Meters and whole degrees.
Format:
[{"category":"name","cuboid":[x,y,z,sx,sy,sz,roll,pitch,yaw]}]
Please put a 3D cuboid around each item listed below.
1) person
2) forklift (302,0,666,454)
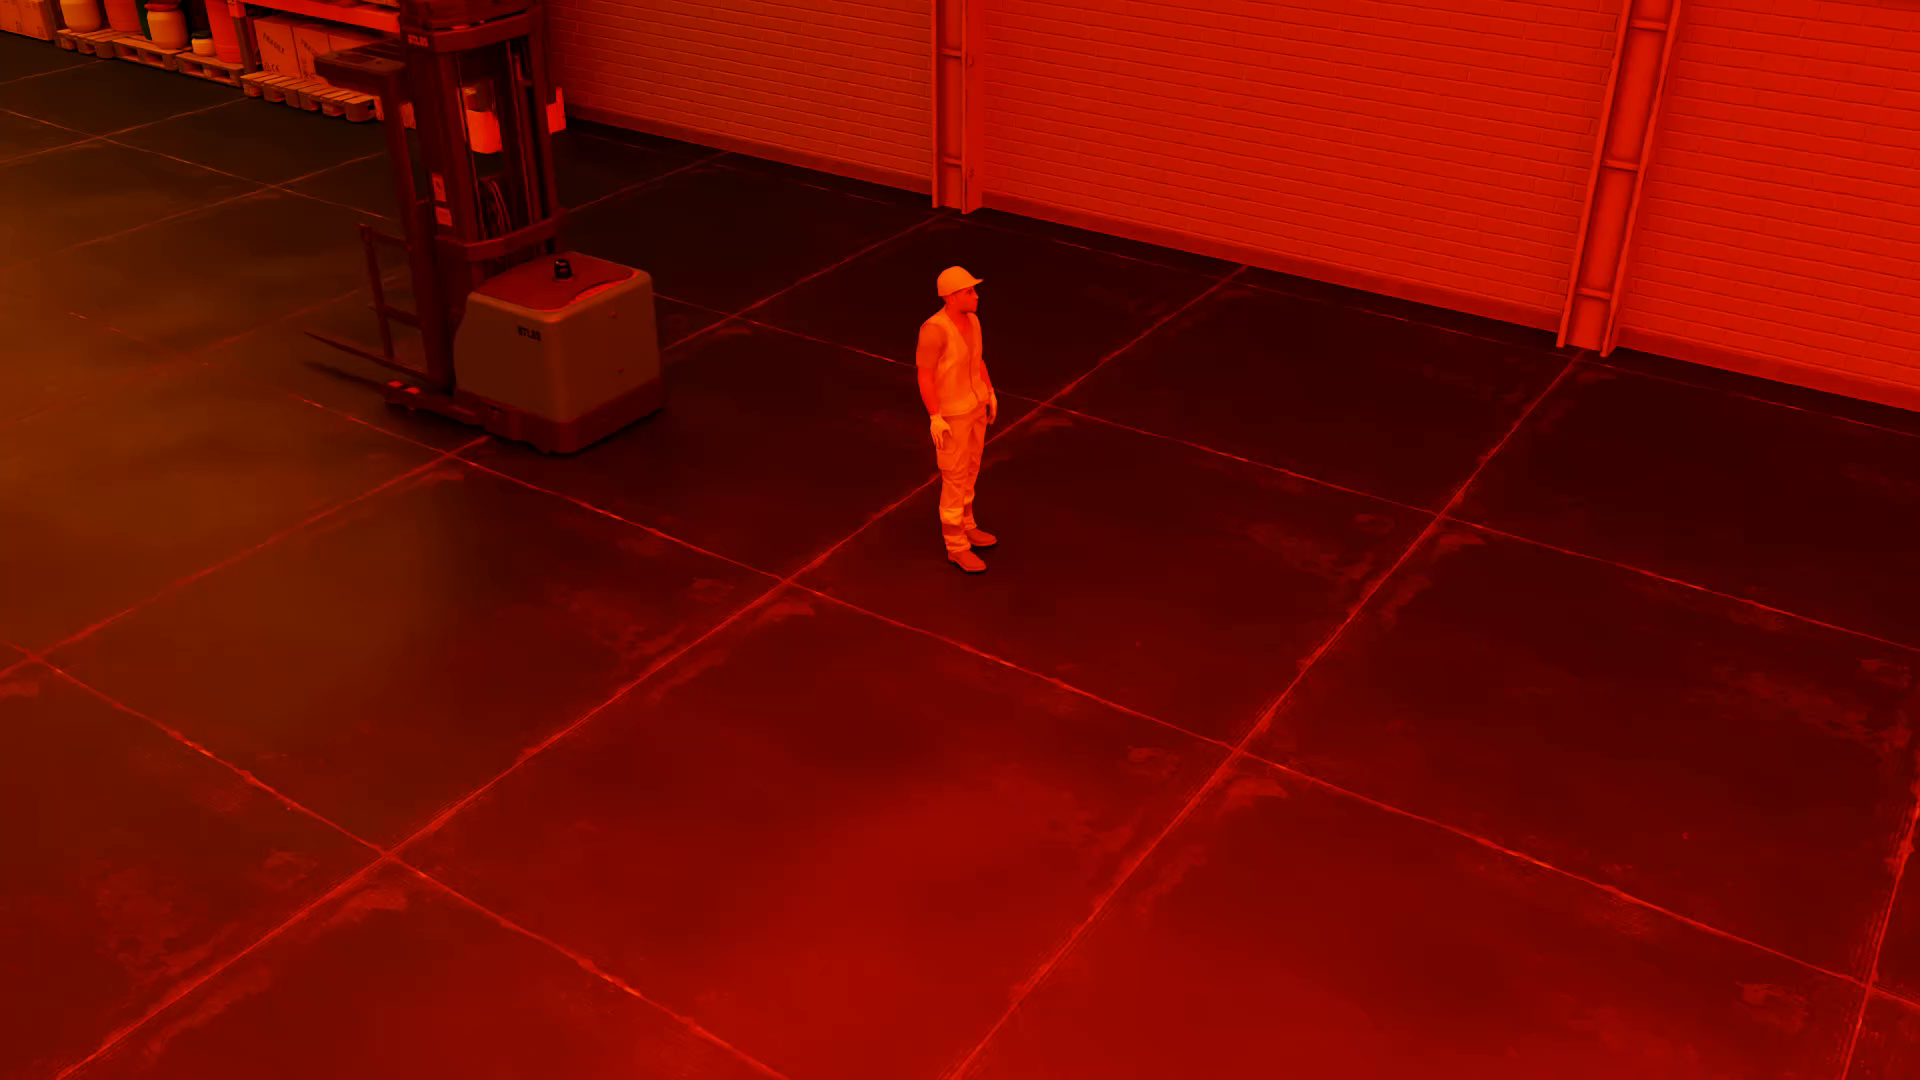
[{"category":"person","cuboid":[0.059,-0.753,10.000,0.564,1.787,0.637,19,35,29]},{"category":"forklift","cuboid":[-3.641,-2.416,11.741,3.031,2.935,1.130,19,35,29]}]
